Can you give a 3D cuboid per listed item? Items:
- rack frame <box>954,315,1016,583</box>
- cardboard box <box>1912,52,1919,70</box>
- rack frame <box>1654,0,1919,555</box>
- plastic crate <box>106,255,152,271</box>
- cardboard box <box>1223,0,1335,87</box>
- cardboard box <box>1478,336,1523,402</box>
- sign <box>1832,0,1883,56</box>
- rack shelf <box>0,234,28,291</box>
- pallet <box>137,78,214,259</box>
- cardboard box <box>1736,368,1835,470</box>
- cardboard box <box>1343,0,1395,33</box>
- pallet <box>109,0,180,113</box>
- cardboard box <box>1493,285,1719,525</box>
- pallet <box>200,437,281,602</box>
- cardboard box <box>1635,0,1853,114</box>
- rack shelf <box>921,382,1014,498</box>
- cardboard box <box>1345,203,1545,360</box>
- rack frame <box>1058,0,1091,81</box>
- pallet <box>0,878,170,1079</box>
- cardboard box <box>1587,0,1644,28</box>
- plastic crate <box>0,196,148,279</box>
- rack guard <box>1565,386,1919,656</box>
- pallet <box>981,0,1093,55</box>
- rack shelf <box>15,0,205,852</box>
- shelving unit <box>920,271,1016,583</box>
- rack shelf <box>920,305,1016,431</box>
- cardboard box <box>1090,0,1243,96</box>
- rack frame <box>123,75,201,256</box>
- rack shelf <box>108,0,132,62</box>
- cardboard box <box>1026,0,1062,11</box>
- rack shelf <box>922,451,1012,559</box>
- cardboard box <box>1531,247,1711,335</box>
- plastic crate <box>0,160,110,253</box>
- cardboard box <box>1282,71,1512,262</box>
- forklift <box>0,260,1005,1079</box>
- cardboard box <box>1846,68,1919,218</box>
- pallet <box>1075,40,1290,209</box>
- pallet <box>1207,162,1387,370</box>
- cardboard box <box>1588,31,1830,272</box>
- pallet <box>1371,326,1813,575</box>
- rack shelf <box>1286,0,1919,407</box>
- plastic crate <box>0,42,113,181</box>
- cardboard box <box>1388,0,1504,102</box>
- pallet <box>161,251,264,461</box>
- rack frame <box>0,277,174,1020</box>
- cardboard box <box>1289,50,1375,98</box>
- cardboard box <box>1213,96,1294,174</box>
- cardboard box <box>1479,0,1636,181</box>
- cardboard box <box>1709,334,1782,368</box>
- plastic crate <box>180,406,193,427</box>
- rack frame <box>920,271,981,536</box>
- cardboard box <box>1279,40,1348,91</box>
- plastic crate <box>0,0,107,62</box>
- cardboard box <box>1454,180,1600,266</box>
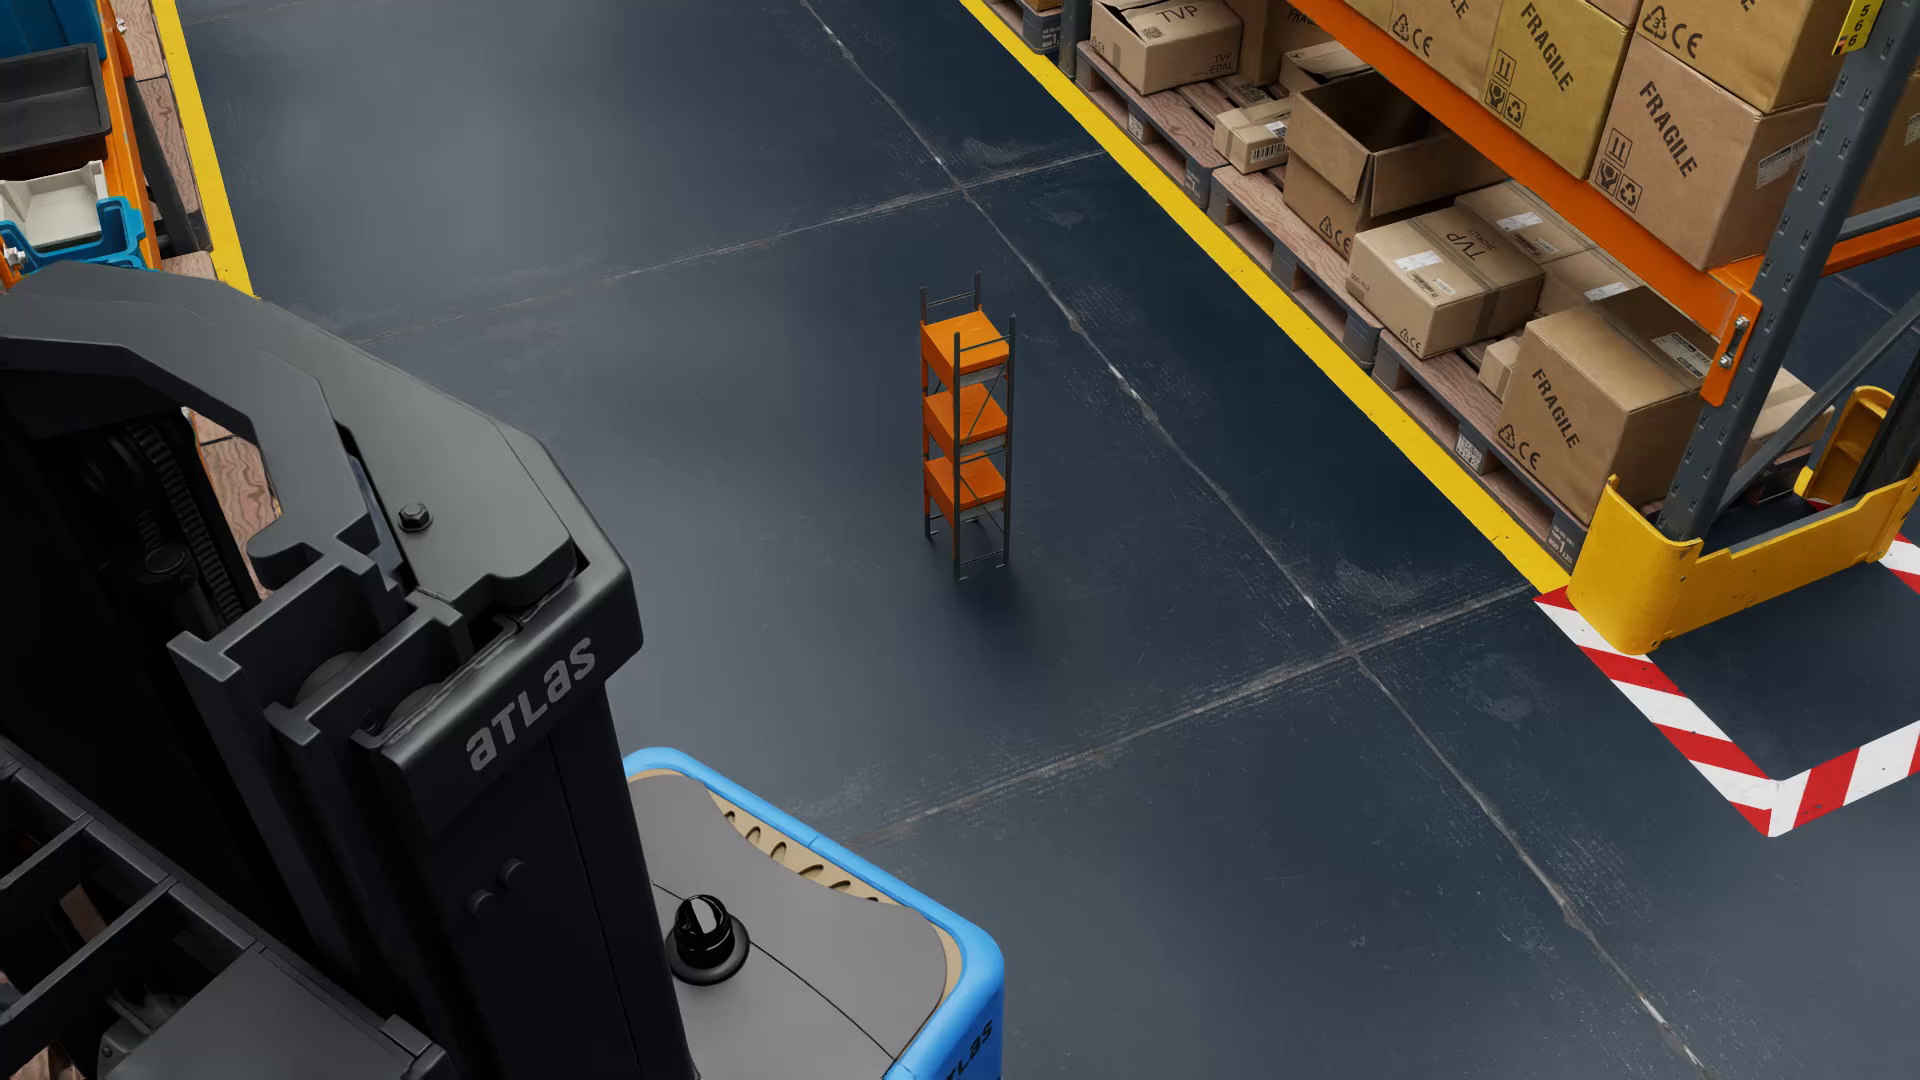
[{"bbox_3d":[0.074,-0.262,5.268,0.200,1.050,0.008,-18,47,-17],"label":"rack frame"},{"bbox_3d":[2.691,-1.665,4.518,0.500,0.500,0.500,-17,47,-16],"label":"cardboard box"},{"bbox_3d":[2.638,-0.913,4.539,1.000,3.000,0.127,-18,47,-17],"label":"rack frame"},{"bbox_3d":[-2.217,-0.507,4.205,0.416,0.233,0.300,-18,47,-17],"label":"plastic crate"},{"bbox_3d":[1.453,-2.449,7.563,0.500,0.500,0.500,-18,47,-17],"label":"cardboard box"},{"bbox_3d":[2.097,-0.619,5.946,0.380,0.166,0.250,-18,47,-17],"label":"cardboard box"},{"bbox_3d":[2.126,-1.286,3.868,0.100,0.325,0.005,-18,47,-17],"label":"sign"},{"bbox_3d":[-2.699,-1.538,3.550,1.077,0.370,4.000,-18,47,-17],"label":"rack shelf"},{"bbox_3d":[-3.826,-1.513,7.133,1.003,0.211,1.213,-18,47,-17],"label":"pallet"},{"bbox_3d":[2.774,-0.423,5.759,0.380,0.149,0.250,-18,47,-17],"label":"cardboard box"},{"bbox_3d":[1.565,-2.123,5.695,0.500,0.500,0.500,-19,48,-18],"label":"cardboard box"},{"bbox_3d":[-4.343,-2.291,7.922,1.003,0.211,1.213,-18,47,-17],"label":"pallet"},{"bbox_3d":[2.186,-0.453,5.540,0.500,0.500,0.500,-18,47,-17],"label":"cardboard box"},{"bbox_3d":[-2.679,0.227,5.369,1.003,0.211,1.213,-18,47,-17],"label":"pallet"},{"bbox_3d":[2.201,-1.506,4.358,0.500,0.500,0.500,-18,48,-18],"label":"cardboard box"},{"bbox_3d":[0.022,-0.332,5.354,0.215,0.259,0.240,-18,47,-17],"label":"rack shelf"},{"bbox_3d":[1.814,-0.978,6.250,0.500,0.250,0.500,-18,47,-17],"label":"cardboard box"},{"bbox_3d":[0.956,-3.462,7.123,1.000,3.000,0.127,-18,47,-17],"label":"rack frame"},{"bbox_3d":[-2.169,1.004,4.583,1.003,0.211,1.213,-18,47,-17],"label":"pallet"},{"bbox_3d":[1.988,-1.828,4.684,0.500,0.500,0.500,-17,47,-16],"label":"cardboard box"},{"bbox_3d":[-2.343,-0.699,4.399,0.416,0.233,0.300,-18,47,-17],"label":"plastic crate"},{"bbox_3d":[2.606,-0.071,5.466,1.175,0.500,0.348,-18,47,-17],"label":"rack guard"},{"bbox_3d":[0.580,-2.976,8.616,1.003,0.211,1.213,-18,47,-17],"label":"pallet"},{"bbox_3d":[-2.699,-0.471,4.603,1.077,0.370,4.000,-18,47,-17],"label":"rack shelf"},{"bbox_3d":[0.022,-0.340,5.347,0.215,1.050,0.252,-18,47,-17],"label":"shelving unit"},{"bbox_3d":[0.022,-0.534,5.155,0.215,0.259,0.240,-18,47,-17],"label":"rack shelf"},{"bbox_3d":[0.936,-2.330,7.577,0.500,0.311,0.500,-18,47,-17],"label":"cardboard box"},{"bbox_3d":[-3.540,-2.001,5.642,1.000,3.000,0.127,-18,47,-17],"label":"rack frame"},{"bbox_3d":[-4.381,-3.020,7.187,1.077,0.370,4.000,-18,47,-17],"label":"rack shelf"},{"bbox_3d":[0.488,-2.958,8.079,0.500,0.500,0.500,-18,47,-18],"label":"cardboard box"},{"bbox_3d":[0.022,-0.134,5.549,0.215,0.259,0.240,-18,47,-17],"label":"rack shelf"},{"bbox_3d":[2.456,-0.839,6.109,0.500,0.250,0.500,-18,47,-17],"label":"cardboard box"},{"bbox_3d":[-2.535,-0.908,4.679,0.293,0.136,0.466,-18,47,-17],"label":"plastic crate"},{"bbox_3d":[1.751,-1.534,6.633,0.797,0.503,0.637,-18,47,-17],"label":"cardboard box"},{"bbox_3d":[-1.140,1.211,2.436,1.130,2.935,3.031,26,50,24],"label":"forklift"},{"bbox_3d":[2.691,-1.309,4.870,0.500,0.500,0.500,-17,47,-17],"label":"cardboard box"},{"bbox_3d":[1.244,-2.031,7.658,1.003,0.211,1.213,-18,47,-17],"label":"pallet"},{"bbox_3d":[1.761,-1.252,6.869,1.003,0.211,1.213,-18,47,-17],"label":"pallet"},{"bbox_3d":[2.203,-1.153,4.712,0.500,0.500,0.500,-17,47,-16],"label":"cardboard box"},{"bbox_3d":[2.270,-0.476,6.082,1.003,0.211,1.213,-18,47,-17],"label":"pallet"},{"bbox_3d":[1.797,-1.931,6.084,1.077,0.370,4.000,-18,47,-17],"label":"rack shelf"},{"bbox_3d":[-2.825,-1.291,5.075,0.437,0.125,0.590,-18,47,-17],"label":"plastic crate"},{"bbox_3d":[1.776,-1.802,5.370,0.500,0.500,0.500,-18,47,-17],"label":"cardboard box"},{"bbox_3d":[-3.195,-0.551,6.159,1.003,0.211,1.213,-18,47,-17],"label":"pallet"},{"bbox_3d":[-1.861,0.549,3.058,0.949,2.616,0.053,-18,47,-17],"label":"rack frame"},{"bbox_3d":[1.768,-1.904,7.145,0.500,0.311,0.500,-18,47,-17],"label":"cardboard box"},{"bbox_3d":[1.309,-1.730,7.072,0.380,0.166,0.250,-18,47,-17],"label":"cardboard box"},{"bbox_3d":[1.981,-1.483,5.046,0.500,0.500,0.500,-18,47,-17],"label":"cardboard box"},{"bbox_3d":[2.668,-0.588,5.915,0.380,0.166,0.250,-18,47,-17],"label":"cardboard box"},{"bbox_3d":[-2.008,-0.295,4.059,0.250,0.136,0.298,-18,47,-17],"label":"plastic crate"},{"bbox_3d":[-0.029,-0.417,5.425,0.200,1.050,0.008,-18,47,-17],"label":"rack frame"},{"bbox_3d":[1.665,-2.103,7.462,0.380,0.149,0.250,-18,47,-17],"label":"cardboard box"},{"bbox_3d":[-3.034,-1.820,5.428,0.392,0.384,0.575,-18,47,-17],"label":"plastic crate"},{"bbox_3d":[2.246,-1.158,6.432,0.500,0.250,0.500,-18,47,-17],"label":"cardboard box"}]
